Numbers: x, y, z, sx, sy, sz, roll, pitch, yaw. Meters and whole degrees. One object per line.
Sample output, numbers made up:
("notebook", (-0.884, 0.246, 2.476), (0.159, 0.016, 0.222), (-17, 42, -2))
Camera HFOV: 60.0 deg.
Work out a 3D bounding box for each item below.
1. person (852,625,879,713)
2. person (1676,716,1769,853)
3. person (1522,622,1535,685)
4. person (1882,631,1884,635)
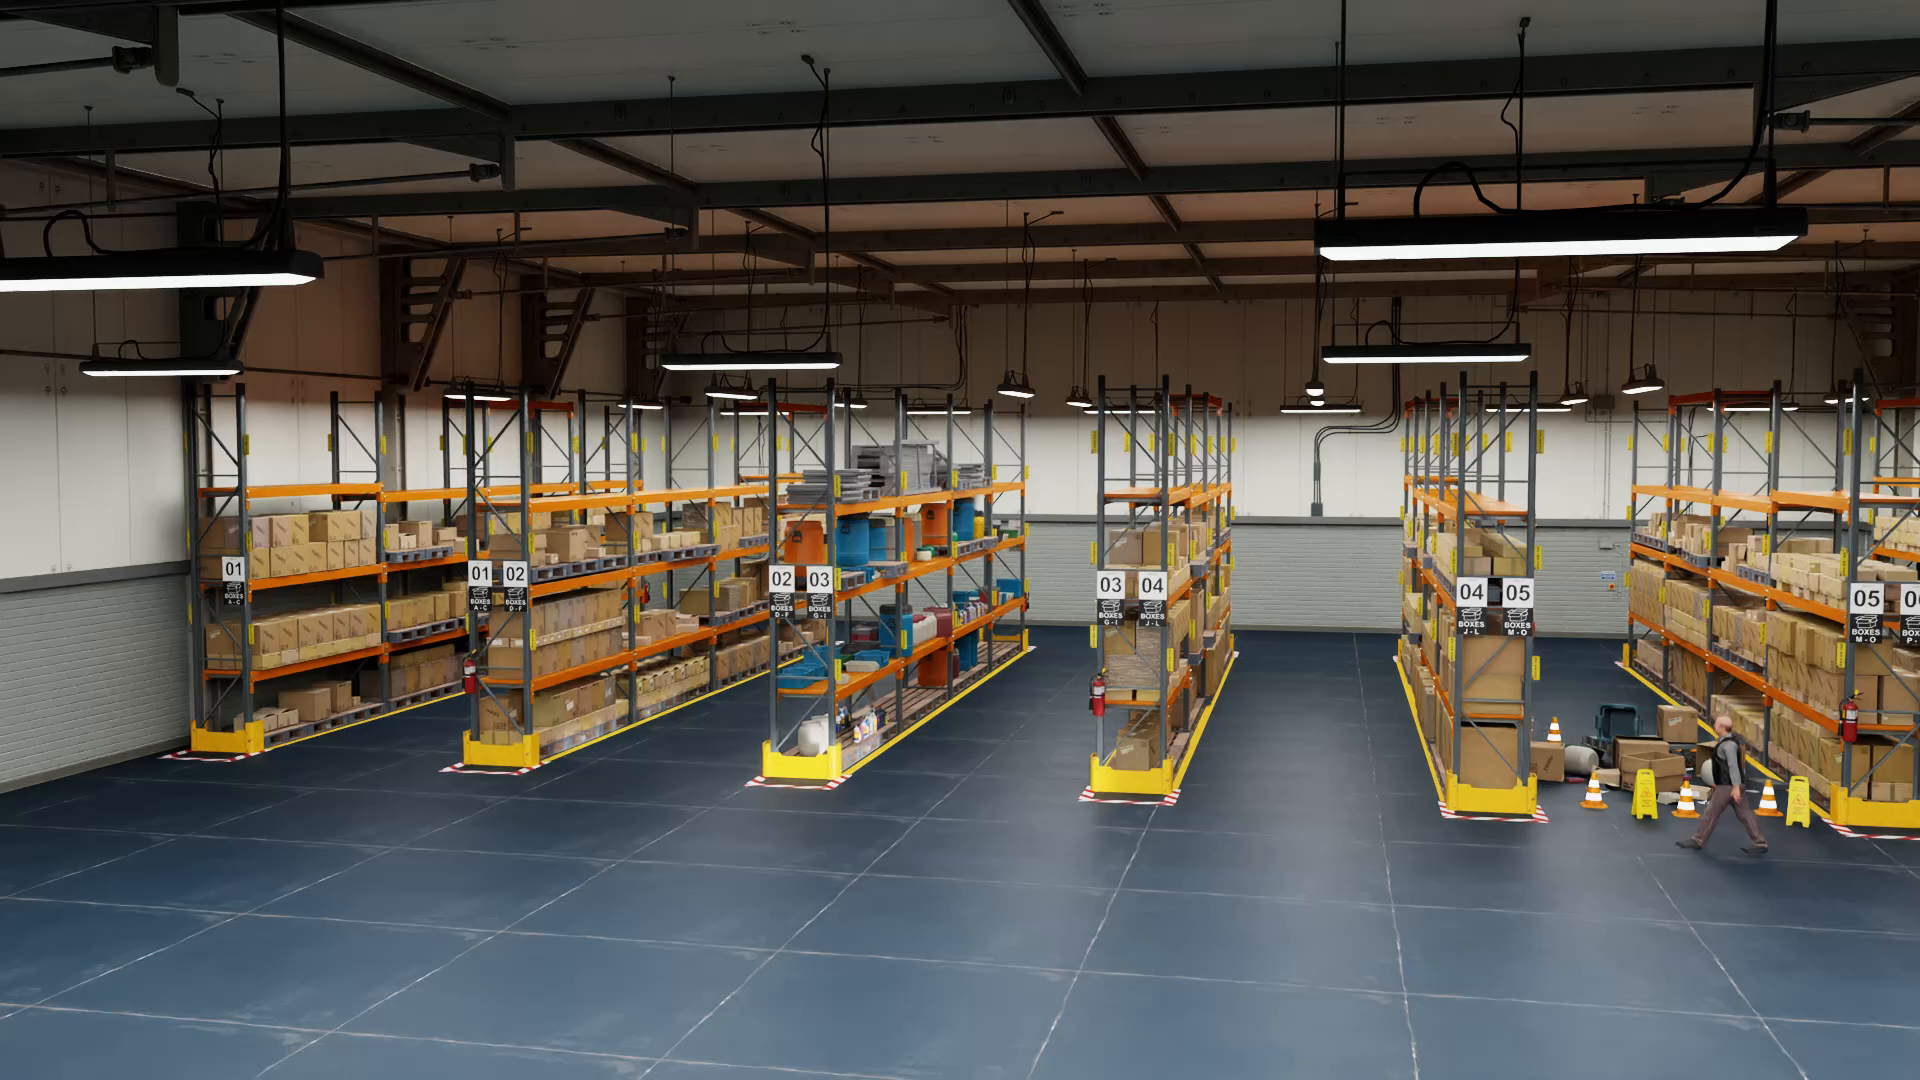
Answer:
("person", (-1.864, 2.399, 31.080), (1.036, 1.610, 0.490), (-2, 4, -35))
("person", (9.359, 2.983, 20.368), (1.032, 1.654, 0.582), (2, 4, 29))
("person", (11.681, 2.187, 34.542), (0.610, 1.708, 0.608), (-1, 3, -11))
("person", (20.600, 1.980, 37.439), (0.987, 1.760, 0.554), (1, 3, 11))
